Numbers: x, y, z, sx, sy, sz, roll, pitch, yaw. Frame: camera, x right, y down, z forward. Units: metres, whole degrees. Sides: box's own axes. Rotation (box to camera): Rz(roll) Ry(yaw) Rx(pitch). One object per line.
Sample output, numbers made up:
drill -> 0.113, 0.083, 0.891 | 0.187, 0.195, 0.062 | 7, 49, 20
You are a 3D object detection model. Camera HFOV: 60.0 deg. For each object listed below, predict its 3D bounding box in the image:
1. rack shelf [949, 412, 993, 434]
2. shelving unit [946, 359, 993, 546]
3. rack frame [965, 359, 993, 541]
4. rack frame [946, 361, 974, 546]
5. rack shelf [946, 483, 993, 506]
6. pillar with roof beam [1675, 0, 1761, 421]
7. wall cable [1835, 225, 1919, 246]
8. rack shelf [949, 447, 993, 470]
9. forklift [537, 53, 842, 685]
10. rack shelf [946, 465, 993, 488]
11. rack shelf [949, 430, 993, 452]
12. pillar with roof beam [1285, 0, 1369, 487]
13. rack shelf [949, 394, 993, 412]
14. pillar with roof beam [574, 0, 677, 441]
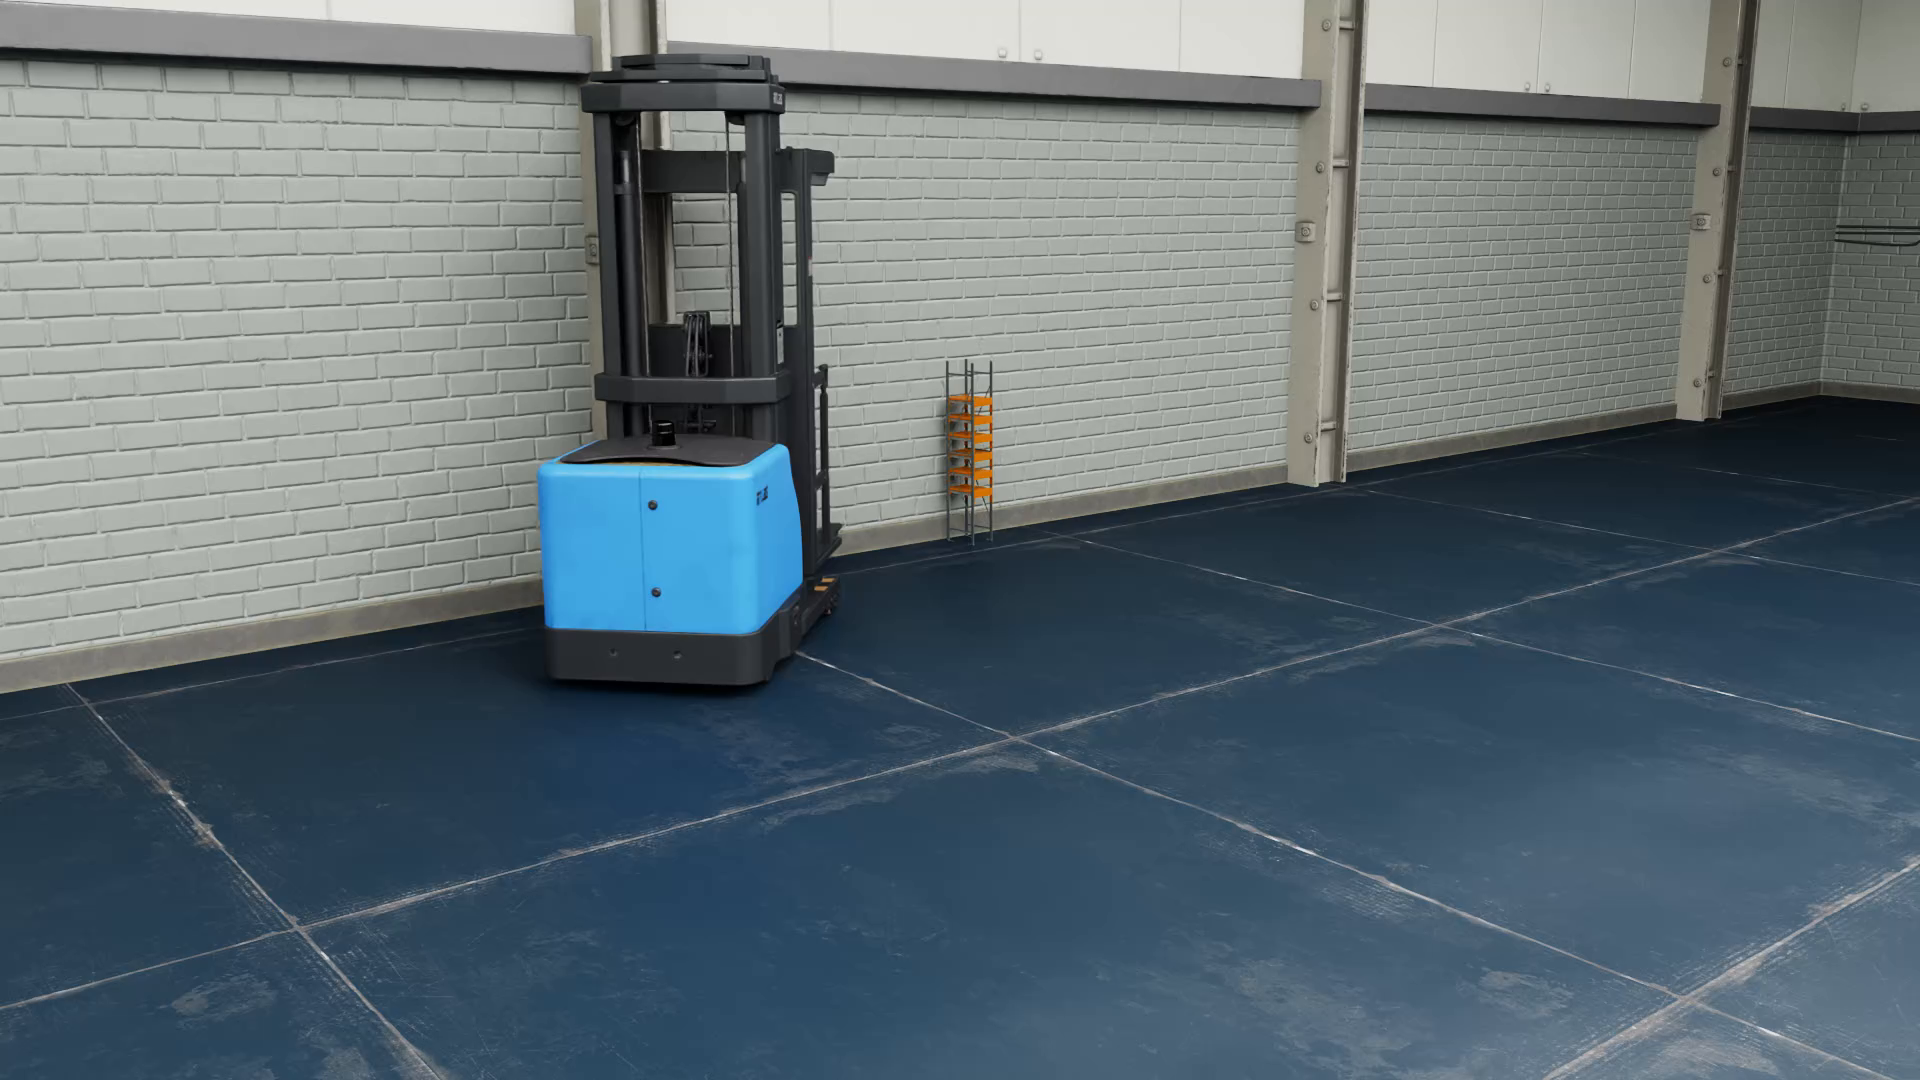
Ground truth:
rack shelf -> 0.061, -0.772, 10.933 | 0.258, 0.103, 0.180 | 10, 16, 41
shelving unit -> 0.062, -0.581, 10.973 | 0.258, 1.200, 0.189 | 10, 16, 41
rack frame -> 0.124, -0.595, 11.040 | 0.240, 1.200, 0.006 | 10, 16, 41
rack frame -> 0.000, -0.567, 10.907 | 0.240, 1.200, 0.006 | 10, 16, 41
rack shelf -> 0.063, -0.303, 11.032 | 0.258, 0.103, 0.180 | 10, 16, 41
pillar with roof beam -> 10.222, -4.950, 12.774 | 0.400, 9.000, 9.100 | -9, 15, -38
wall cable -> 10.659, -4.297, 17.175 | 0.112, 2.526, 3.097 | -9, 15, -38
rack shelf -> 0.062, -0.538, 10.983 | 0.258, 0.103, 0.180 | 10, 16, 41
forklift -> -1.269, -1.018, 8.866 | 1.130, 2.935, 3.031 | 1, 12, 7
rack shelf -> 0.063, -0.420, 11.008 | 0.258, 0.103, 0.180 | 10, 16, 41
rack shelf -> 0.062, -0.655, 10.958 | 0.258, 0.103, 0.180 | 10, 16, 41
pillar with roof beam -> 5.537, -4.171, 9.108 | 0.400, 9.000, 9.100 | -9, 15, -38
rack shelf -> 0.061, -0.890, 10.908 | 0.258, 0.103, 0.180 | 10, 16, 41
pillar with roof beam -> 0.852, -3.393, 5.441 | 0.400, 9.000, 9.100 | -9, 15, -38
